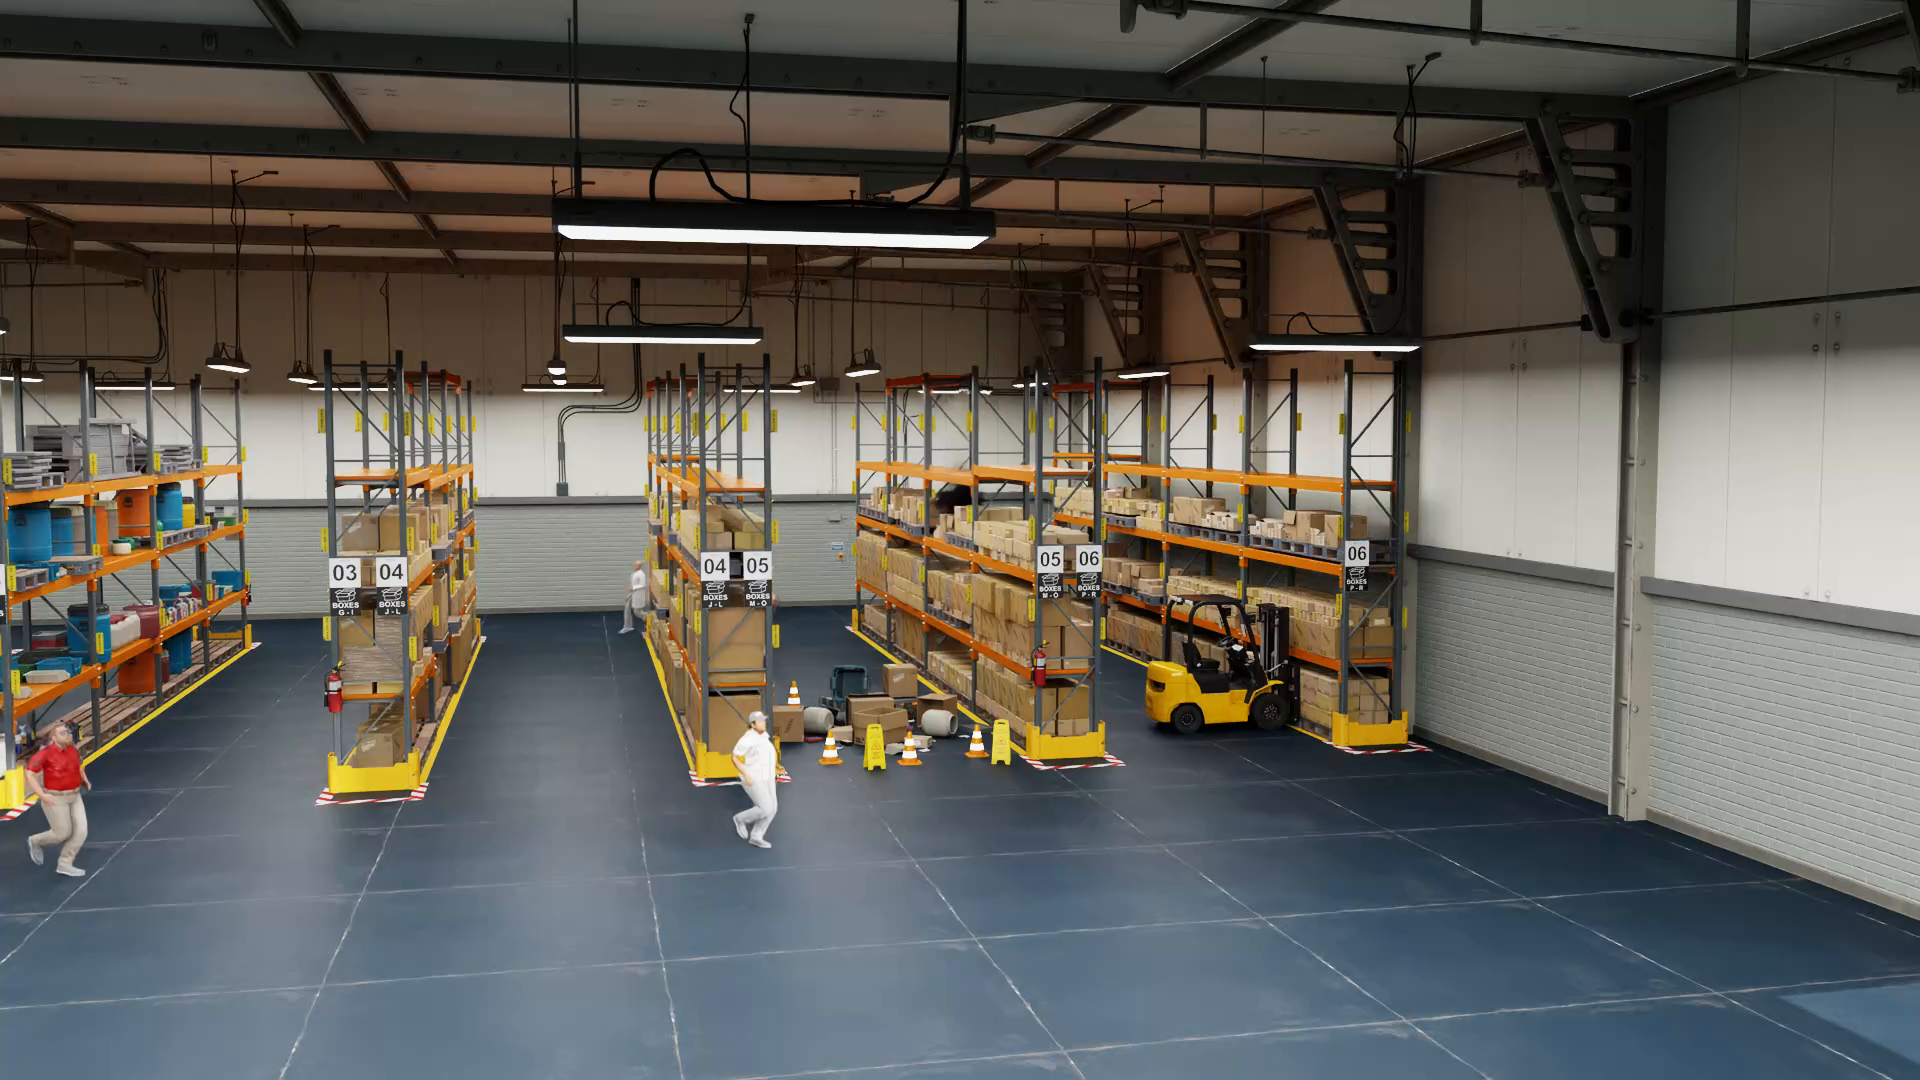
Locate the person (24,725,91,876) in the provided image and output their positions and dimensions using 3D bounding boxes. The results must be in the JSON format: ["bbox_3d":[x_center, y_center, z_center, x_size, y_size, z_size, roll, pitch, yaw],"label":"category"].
[{"bbox_3d":[-10.002,2.889,18.466,0.597,1.692,0.703,1,4,19],"label":"person"}]

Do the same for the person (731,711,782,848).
[{"bbox_3d":[-2.381,2.834,19.692,0.546,1.626,0.615,2,5,29],"label":"person"}]

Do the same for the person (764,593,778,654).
[{"bbox_3d":[-4.236,1.667,35.973,0.534,1.700,0.718,-1,4,-14],"label":"person"}]

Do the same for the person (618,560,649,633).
[{"bbox_3d":[-7.695,1.369,39.914,0.952,1.775,0.744,-2,5,-28],"label":"person"}]
